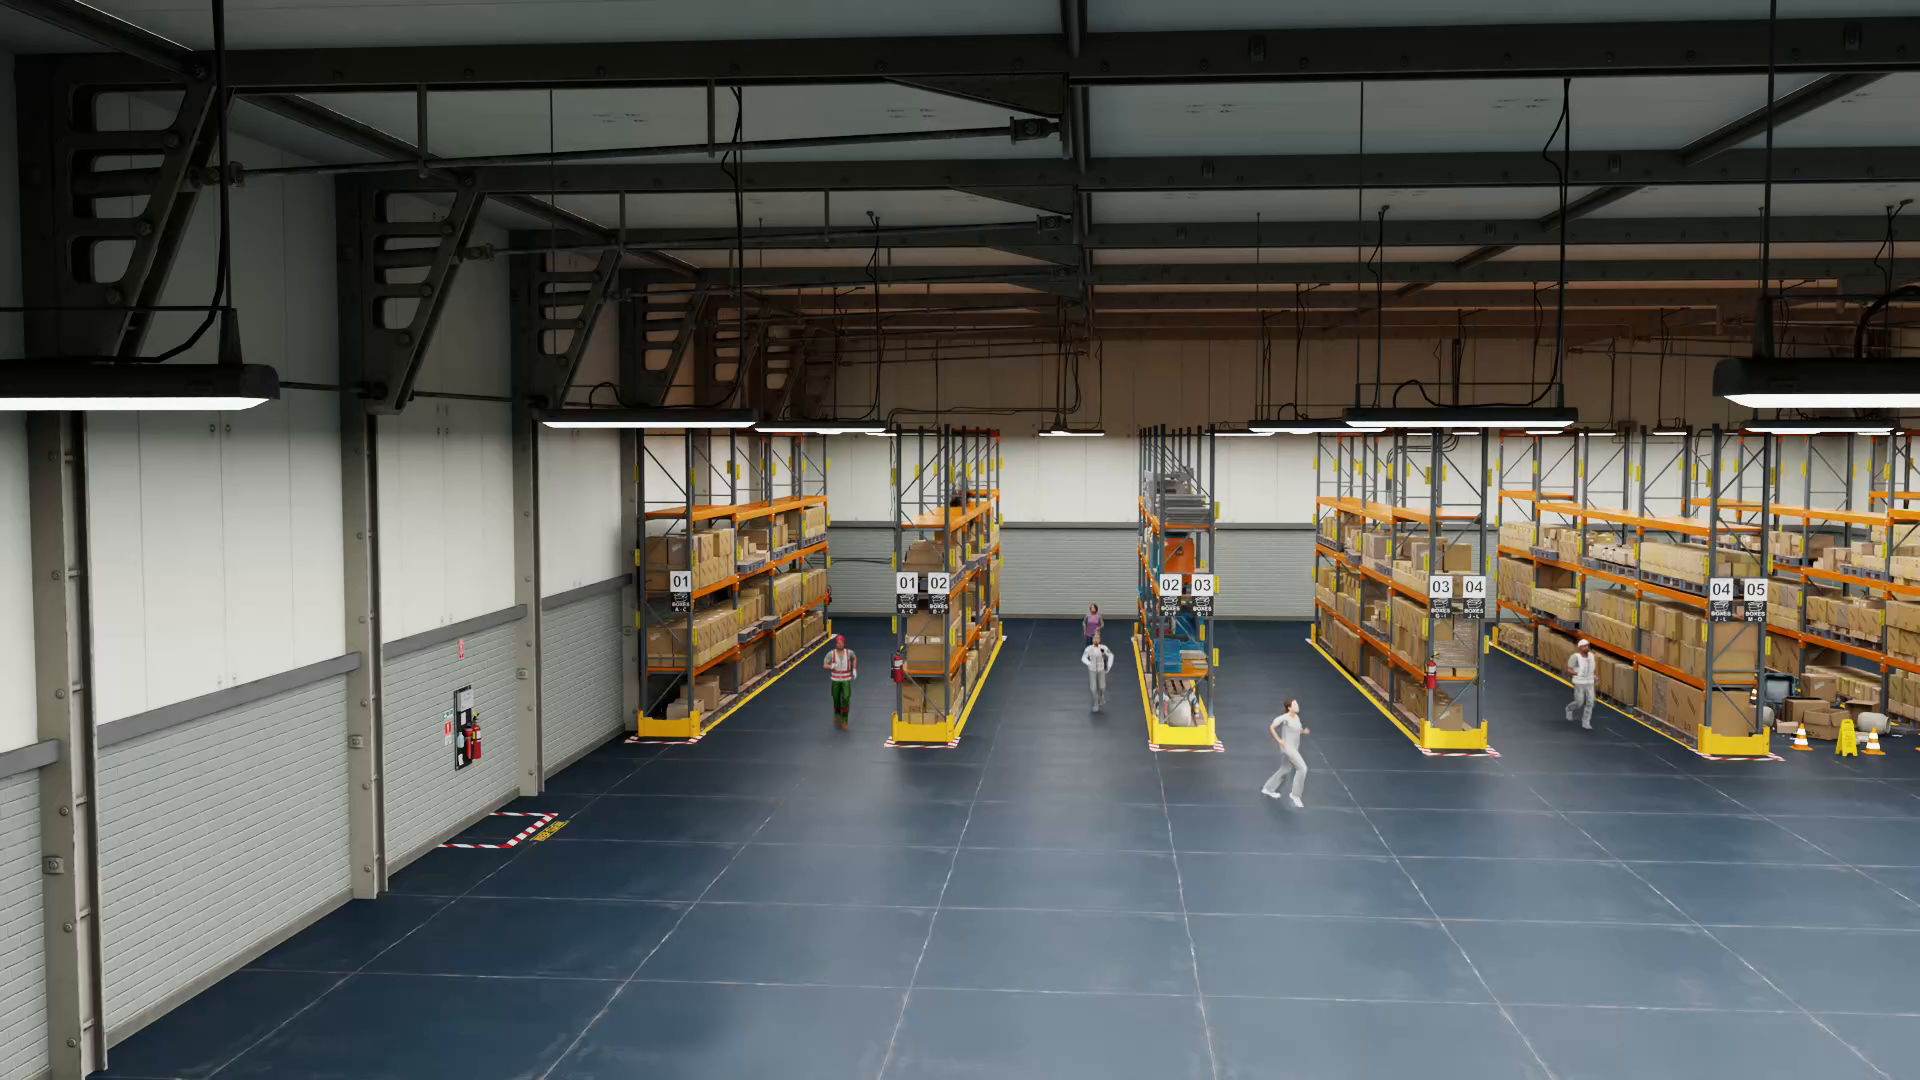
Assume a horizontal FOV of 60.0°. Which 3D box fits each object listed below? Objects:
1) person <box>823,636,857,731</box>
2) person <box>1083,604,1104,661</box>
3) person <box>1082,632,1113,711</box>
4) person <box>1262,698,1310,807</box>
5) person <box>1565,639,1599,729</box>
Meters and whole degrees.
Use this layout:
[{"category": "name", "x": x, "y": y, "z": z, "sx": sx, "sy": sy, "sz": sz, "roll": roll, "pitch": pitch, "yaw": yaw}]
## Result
[{"category": "person", "x": -2.378, "y": 2.809, "z": 32.958, "sx": 0.662, "sy": 1.846, "sz": 0.836, "roll": 0, "pitch": 3, "yaw": -4}, {"category": "person", "x": 3.112, "y": 2.277, "z": 38.854, "sx": 0.521, "sy": 1.585, "sz": 0.596, "roll": 0, "pitch": 4, "yaw": 8}, {"category": "person", "x": 2.883, "y": 2.762, "z": 34.932, "sx": 0.668, "sy": 1.668, "sz": 0.526, "roll": 0, "pitch": 3, "yaw": 6}, {"category": "person", "x": 5.123, "y": 3.315, "z": 26.082, "sx": 0.766, "sy": 1.708, "sz": 0.545, "roll": 2, "pitch": 4, "yaw": 33}, {"category": "person", "x": 12.323, "y": 2.837, "z": 32.954, "sx": 0.691, "sy": 1.750, "sz": 0.764, "roll": -1, "pitch": 4, "yaw": -14}]
